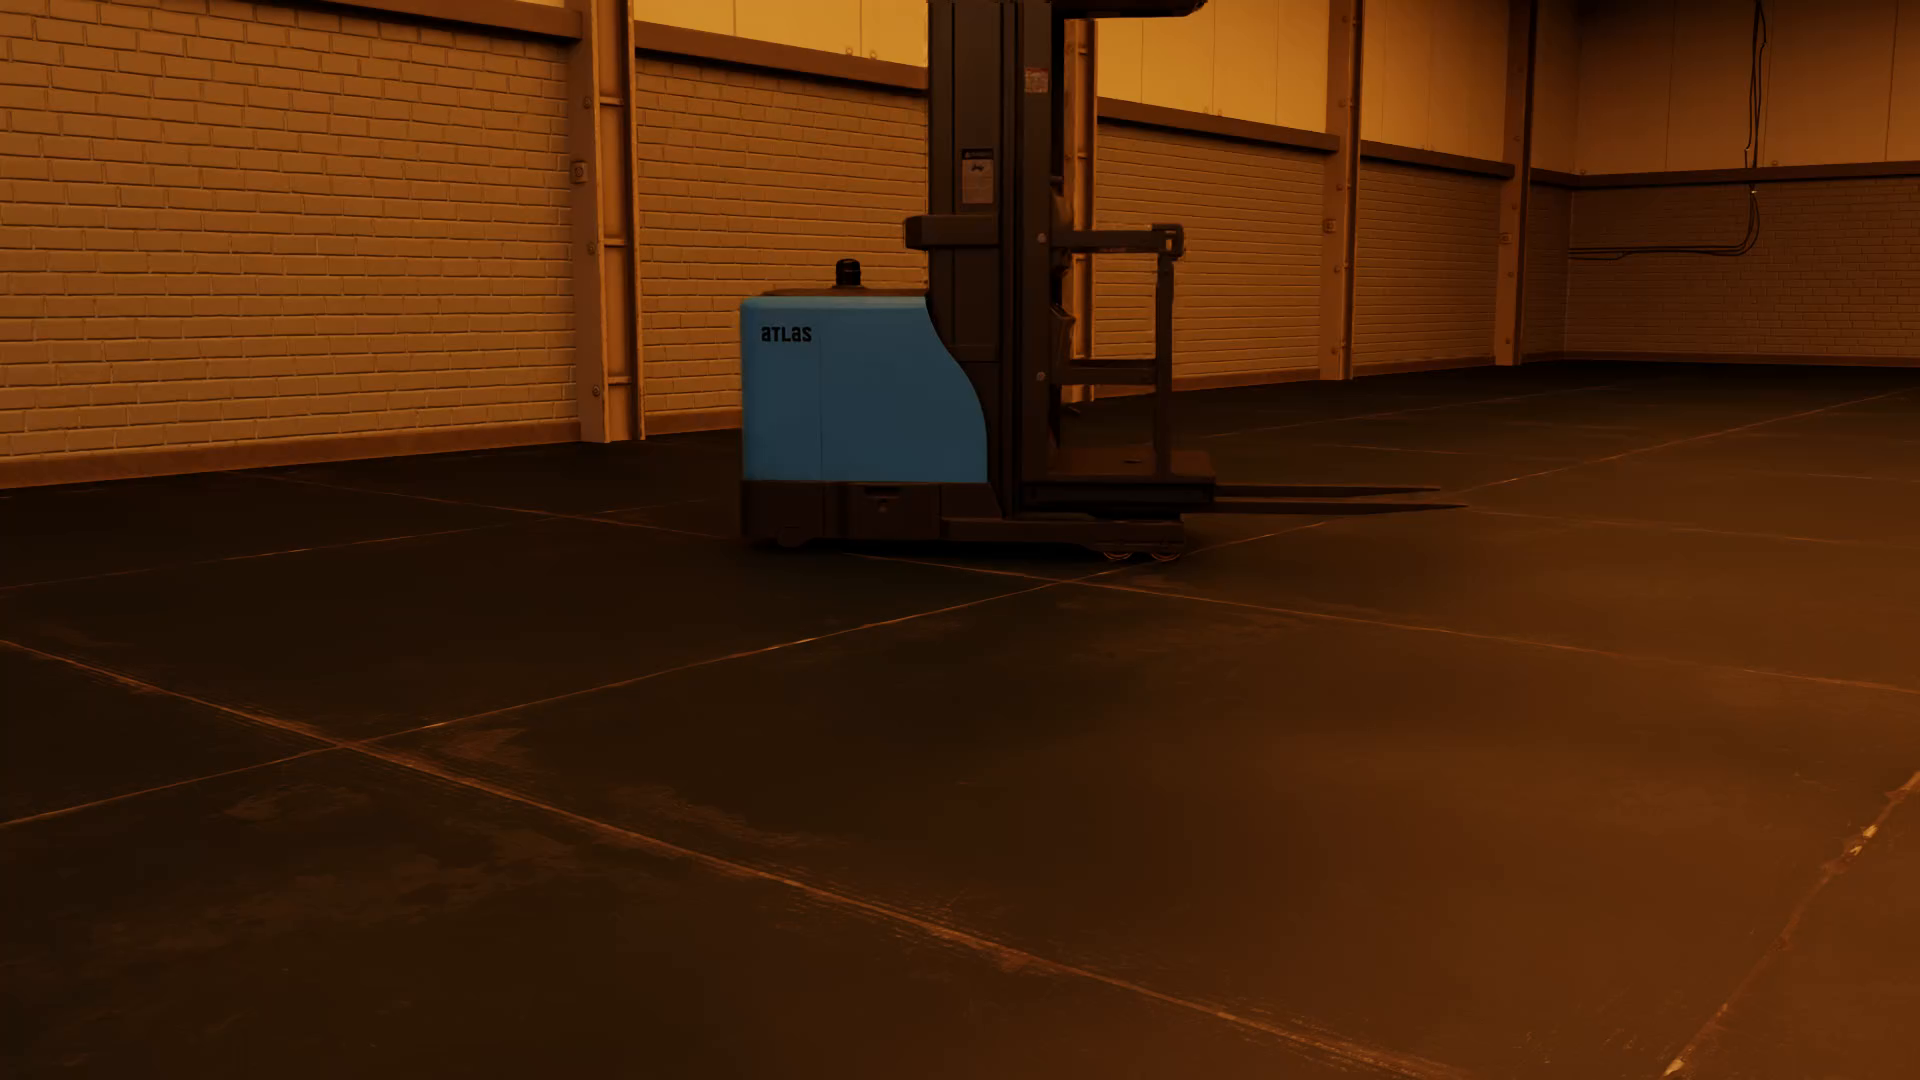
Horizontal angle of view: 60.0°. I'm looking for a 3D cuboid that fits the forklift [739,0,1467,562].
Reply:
[{"bbox_3d":[0.617,-1.443,7.143,3.031,2.935,1.130,1,8,6],"label":"forklift"}]
